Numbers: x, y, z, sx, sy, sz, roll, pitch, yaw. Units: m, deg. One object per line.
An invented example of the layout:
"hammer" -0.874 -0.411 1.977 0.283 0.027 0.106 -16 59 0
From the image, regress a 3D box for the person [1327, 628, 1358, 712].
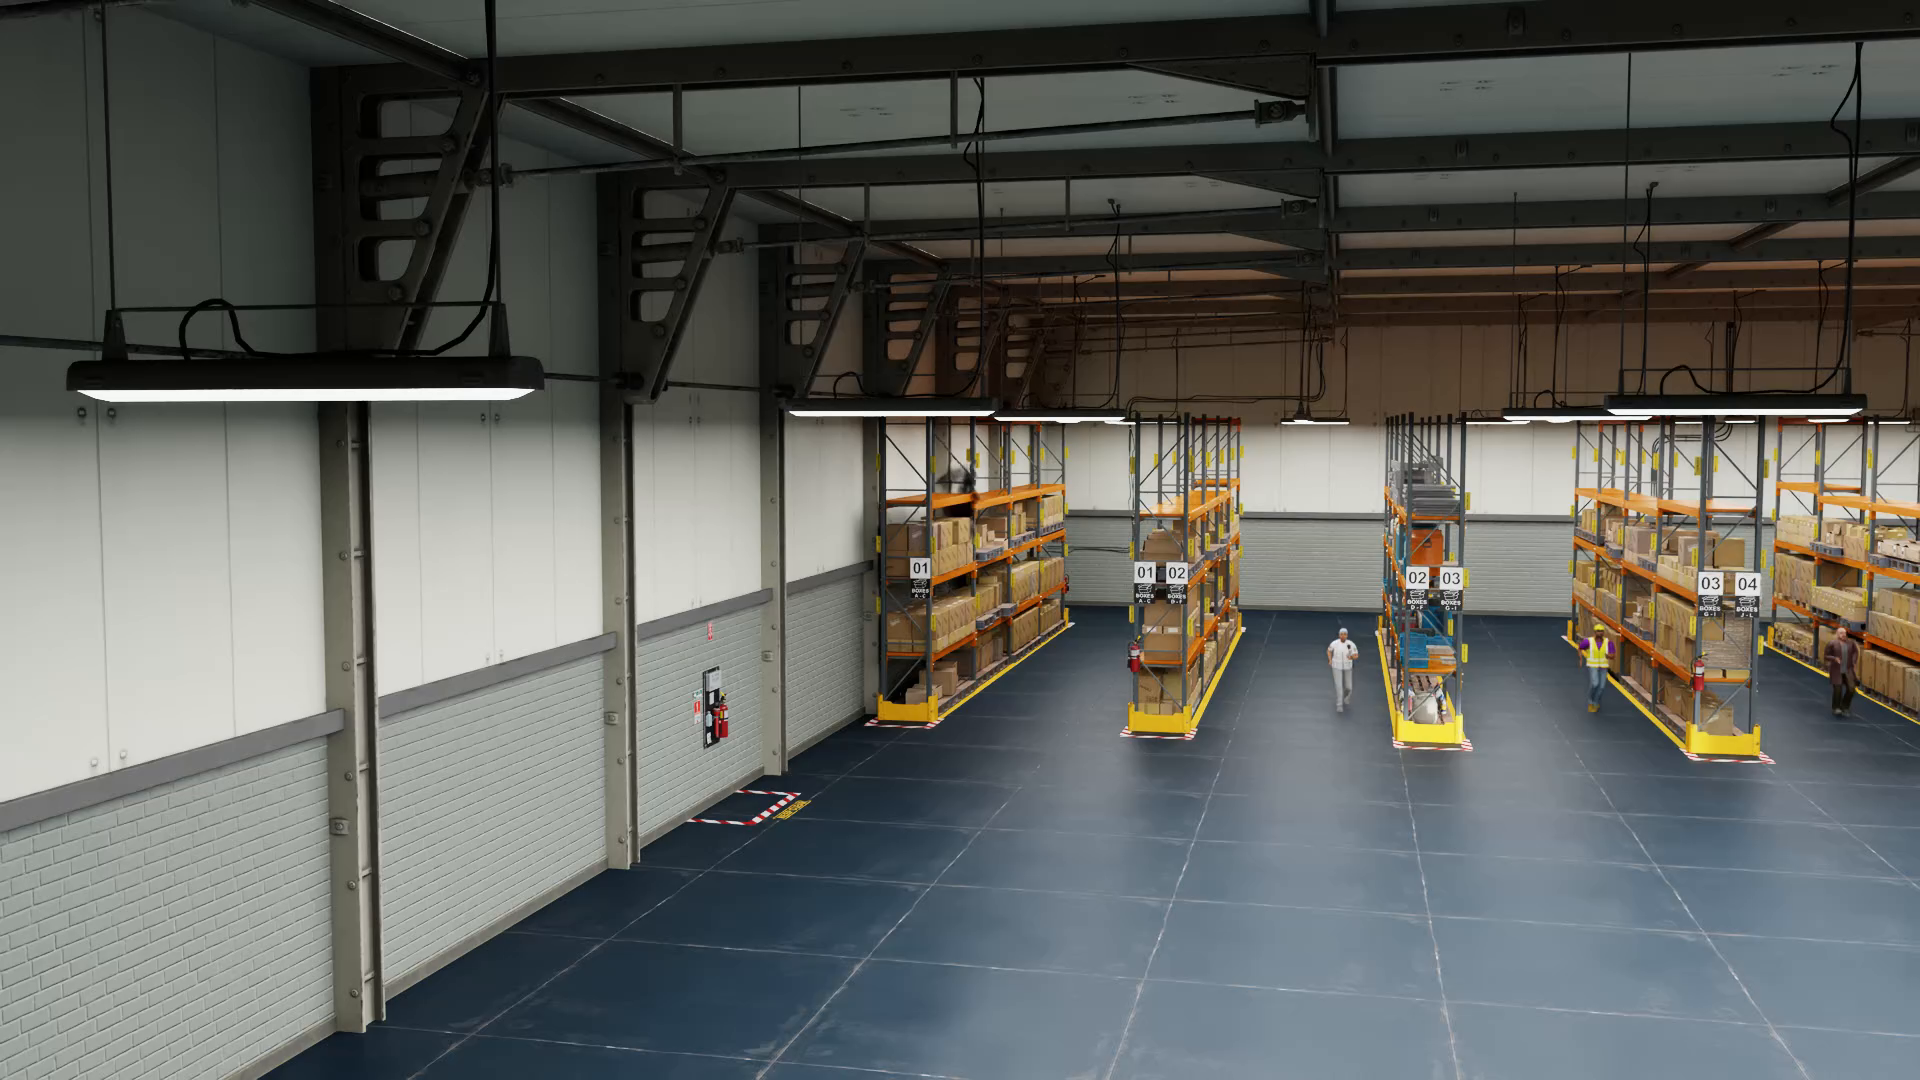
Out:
"person" 7.752 2.607 33.693 0.614 1.643 0.918 1 4 9

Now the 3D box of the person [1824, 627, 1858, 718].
"person" 17.428 2.626 32.847 0.681 1.796 0.774 1 4 13

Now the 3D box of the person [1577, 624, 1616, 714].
"person" 12.802 2.587 33.384 0.670 1.801 0.728 0 4 6
